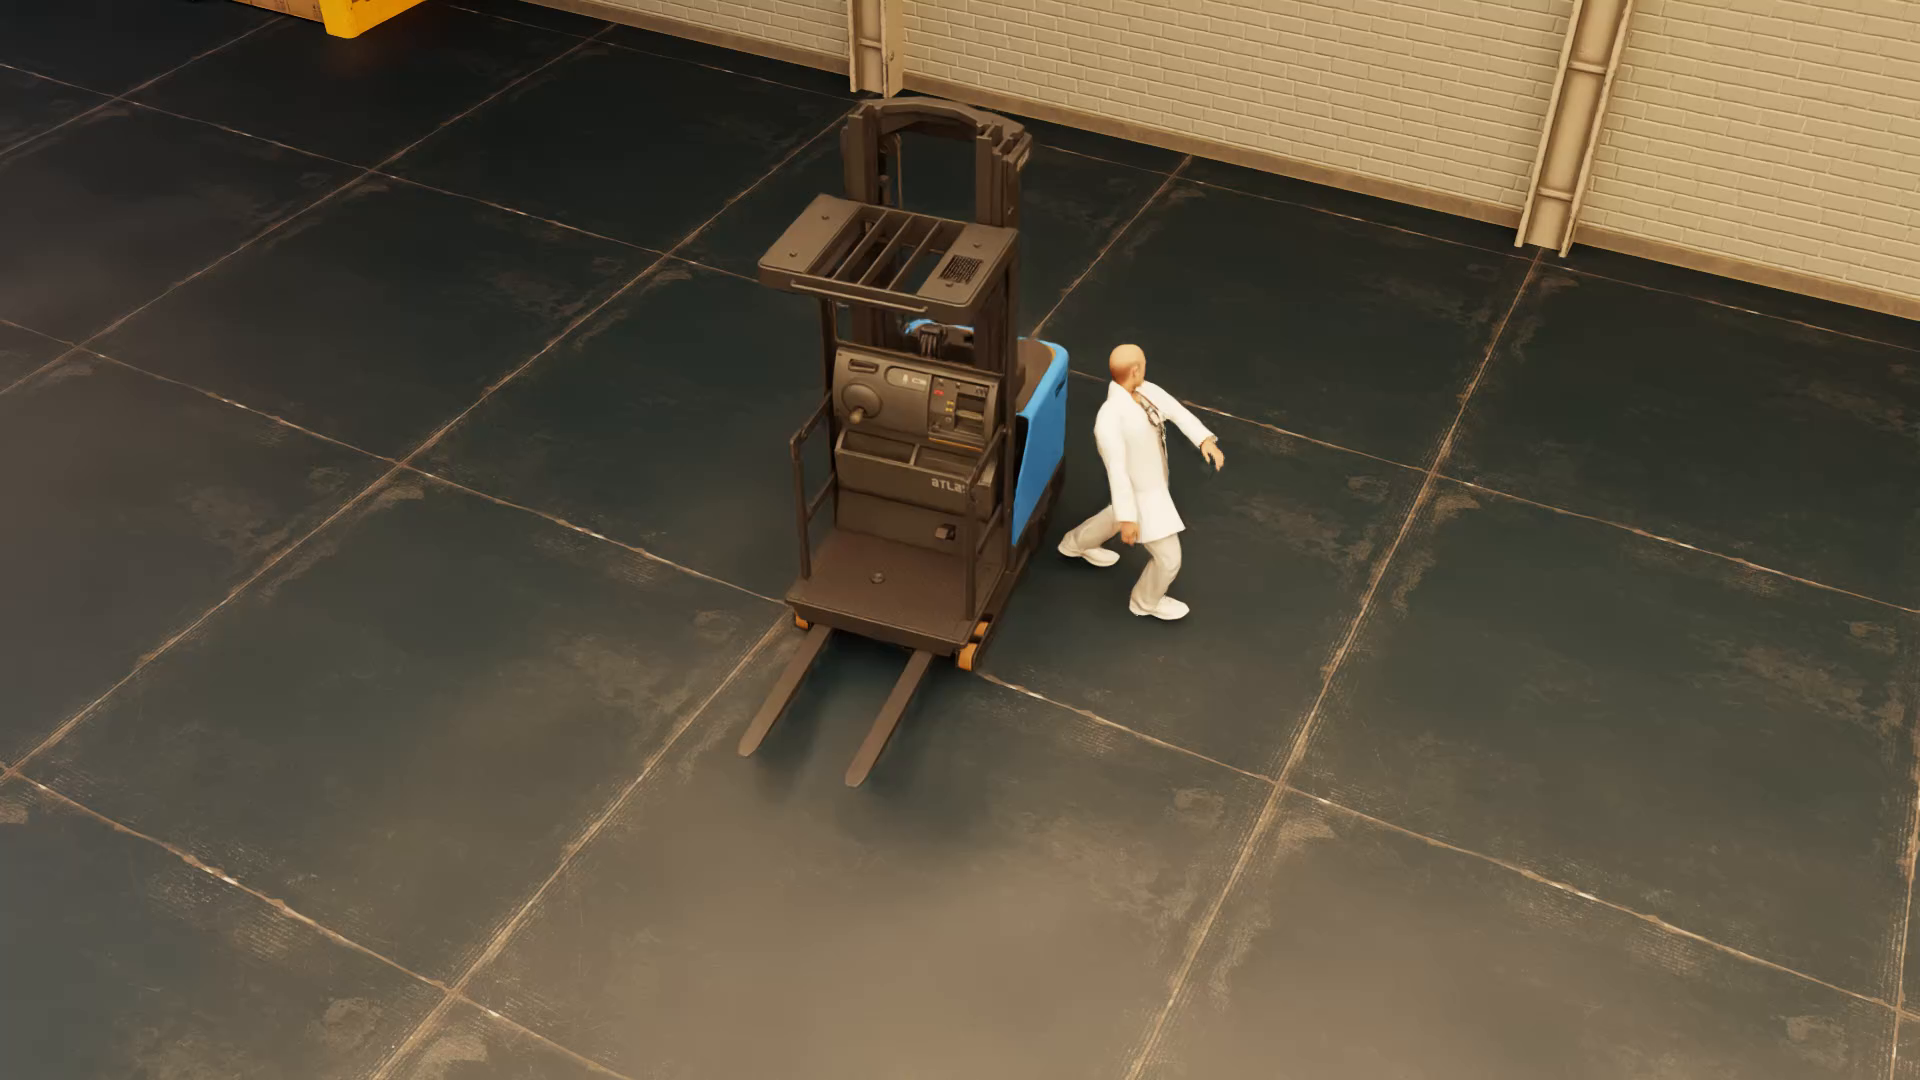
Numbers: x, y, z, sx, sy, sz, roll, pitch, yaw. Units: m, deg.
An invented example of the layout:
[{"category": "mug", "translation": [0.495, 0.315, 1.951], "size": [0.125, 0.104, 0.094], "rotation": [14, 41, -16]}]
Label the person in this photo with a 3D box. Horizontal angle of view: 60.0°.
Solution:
[{"category": "person", "translation": [0.996, -0.278, 9.320], "size": [0.911, 1.631, 0.822], "rotation": [6, 40, 7]}]

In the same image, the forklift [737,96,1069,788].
[{"category": "forklift", "translation": [-0.317, -0.686, 8.801], "size": [1.130, 2.935, 3.031], "rotation": [13, 42, 15]}]
